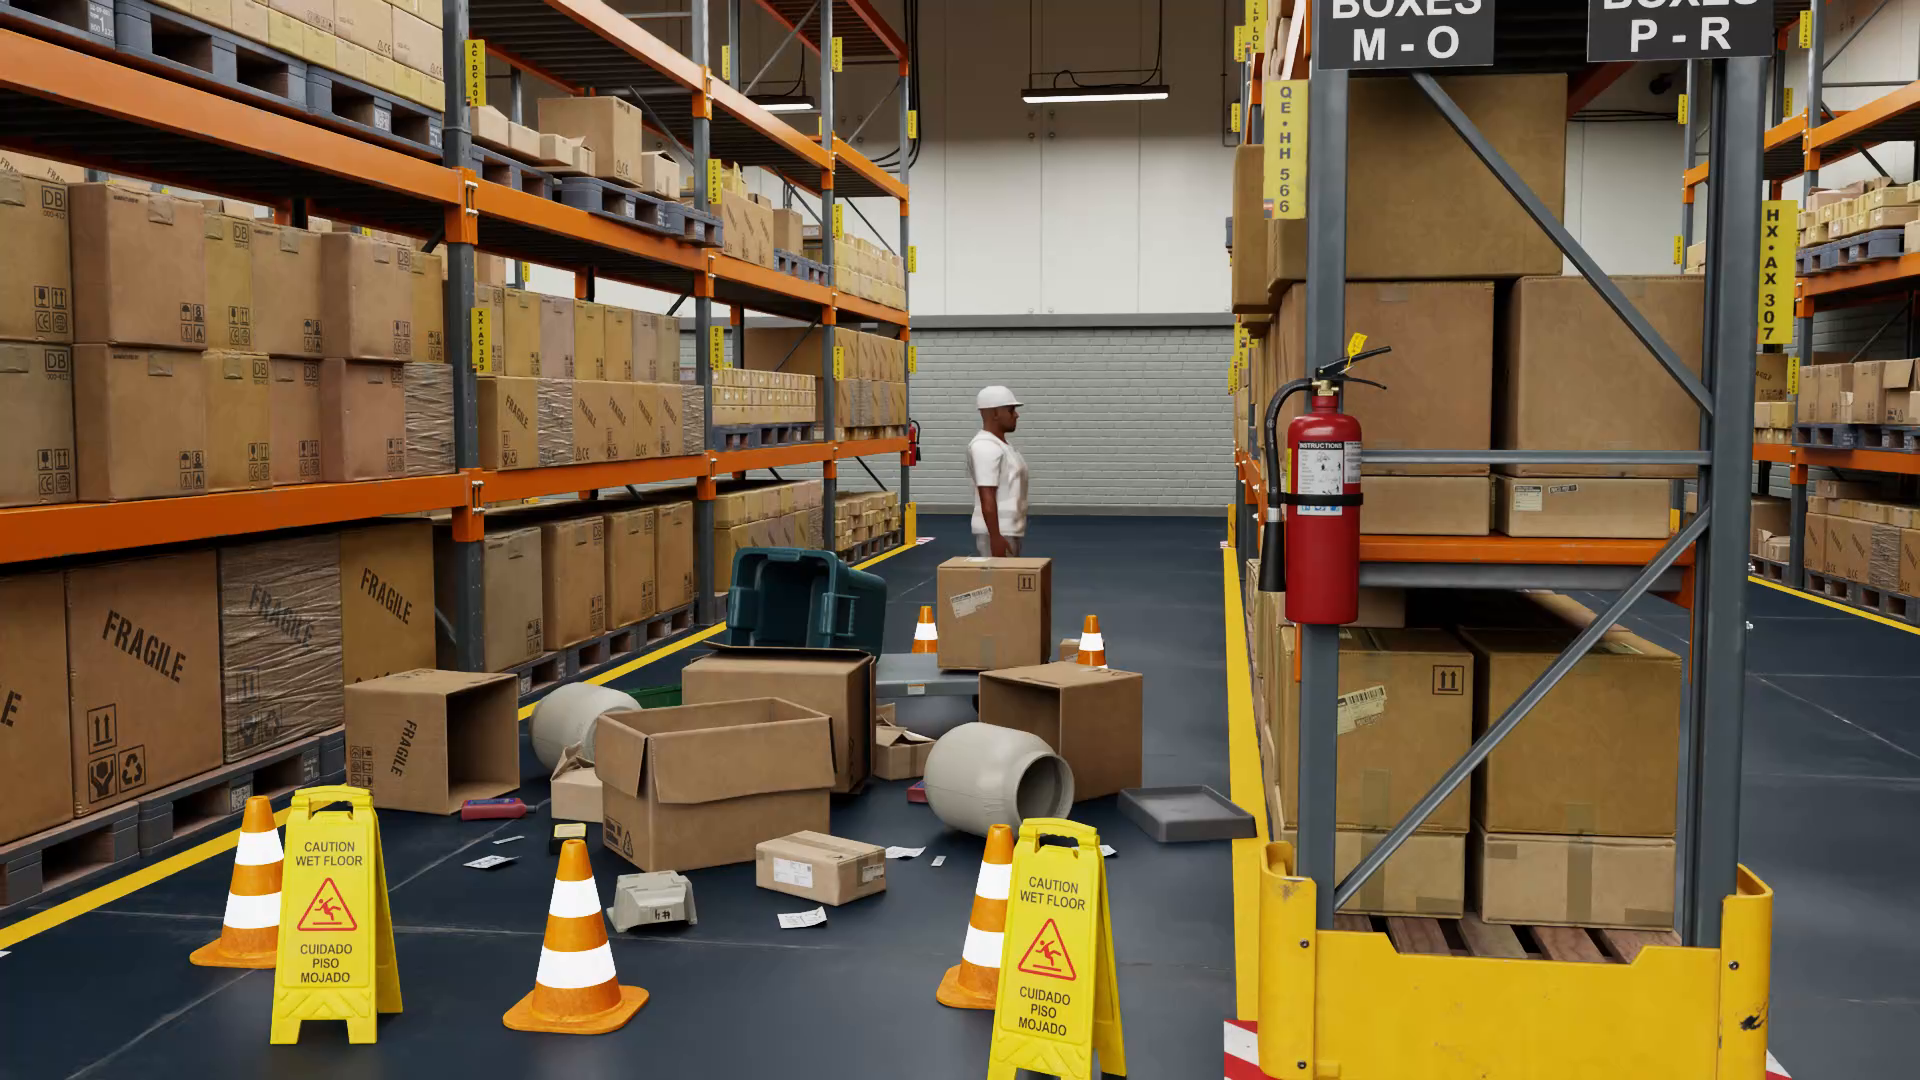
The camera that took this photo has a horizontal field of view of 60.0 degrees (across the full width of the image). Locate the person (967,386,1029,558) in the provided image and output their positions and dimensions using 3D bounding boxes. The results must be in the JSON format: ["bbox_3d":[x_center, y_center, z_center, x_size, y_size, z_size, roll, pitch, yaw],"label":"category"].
[{"bbox_3d":[0.234,-0.024,9.901,0.354,1.779,0.565,1,4,9],"label":"person"}]
